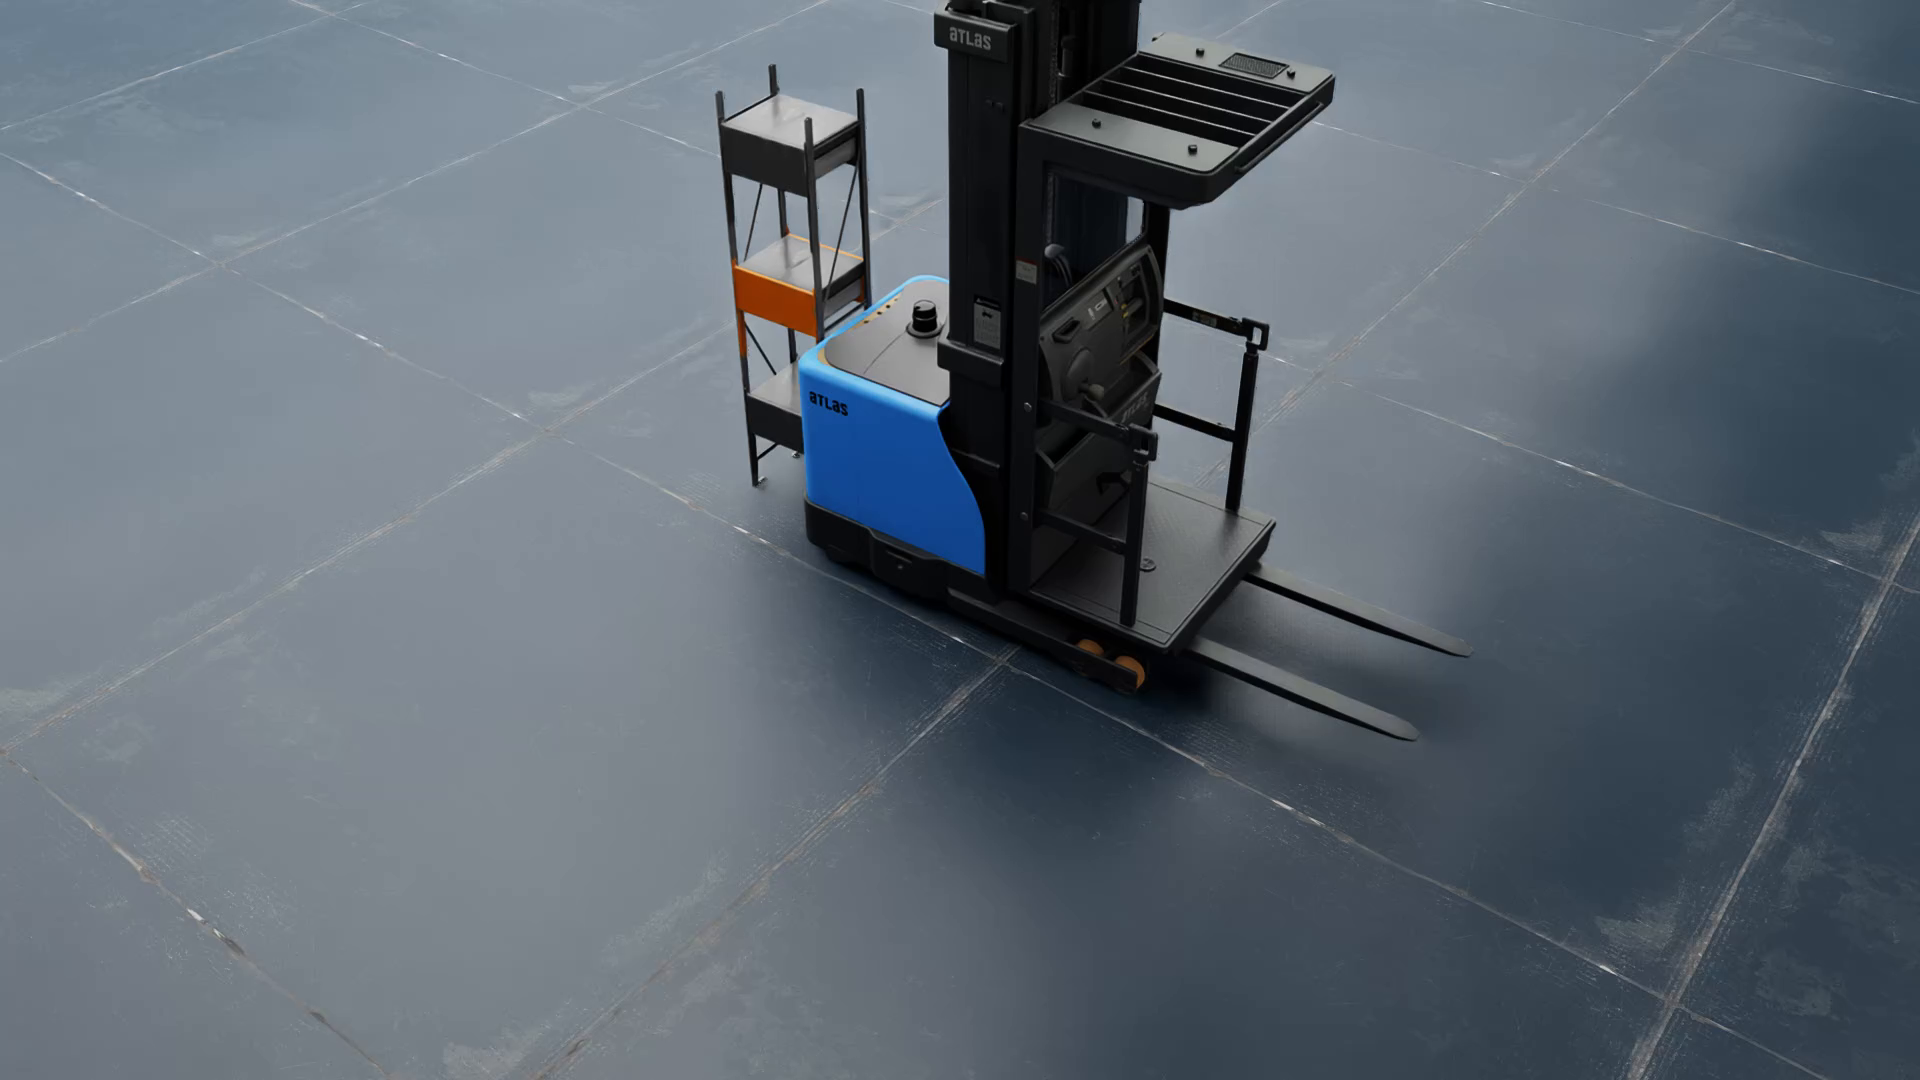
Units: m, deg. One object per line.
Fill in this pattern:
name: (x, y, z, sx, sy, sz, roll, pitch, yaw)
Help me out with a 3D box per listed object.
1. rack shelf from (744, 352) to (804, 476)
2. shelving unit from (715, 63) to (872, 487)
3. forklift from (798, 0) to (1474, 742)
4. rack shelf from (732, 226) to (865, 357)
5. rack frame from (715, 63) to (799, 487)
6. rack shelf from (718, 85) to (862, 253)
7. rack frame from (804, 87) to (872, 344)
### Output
rack shelf: (-0.737, -0.555, 8.274, 0.480, 0.518, 0.431, 22, 43, 26)
shelving unit: (-0.737, -1.117, 7.834, 0.503, 2.100, 0.431, 22, 43, 26)
forklift: (0.767, -0.857, 6.828, 3.031, 2.935, 1.130, 22, 43, 26)
rack shelf: (-0.737, -1.106, 7.843, 0.480, 0.518, 0.431, 22, 43, 26)
rack frame: (-0.940, -1.201, 7.941, 0.015, 2.100, 0.400, 22, 43, 26)
rack shelf: (-0.737, -1.657, 7.411, 0.480, 0.518, 0.431, 22, 43, 26)
rack frame: (-0.535, -1.033, 7.727, 0.015, 2.100, 0.400, 22, 43, 26)
